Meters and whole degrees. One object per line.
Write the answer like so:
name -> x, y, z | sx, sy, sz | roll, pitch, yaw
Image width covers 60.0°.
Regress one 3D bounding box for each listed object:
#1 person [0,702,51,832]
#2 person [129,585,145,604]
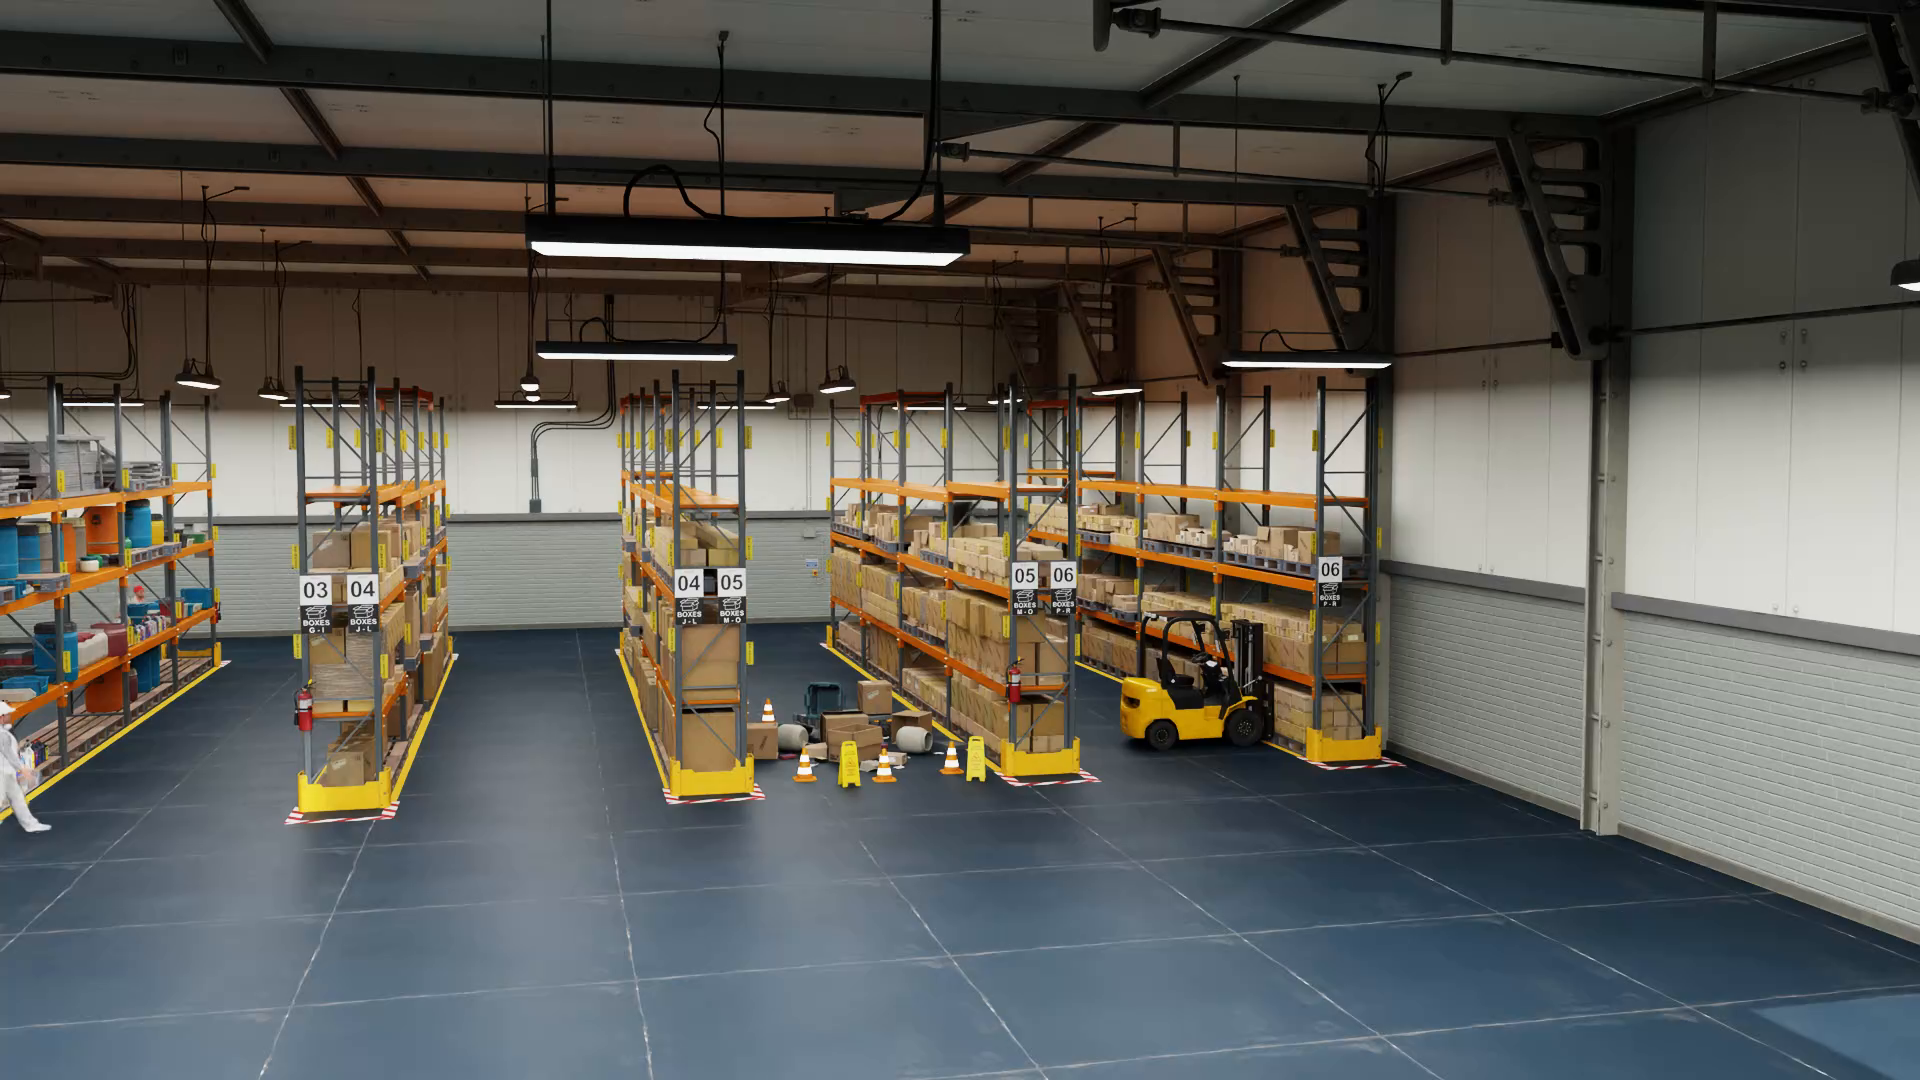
person -> -11.860, 2.871, 20.764 | 0.957, 1.732, 0.571 | -3, 5, -42
person -> -18.631, 1.886, 37.467 | 0.917, 1.736, 0.578 | -2, 4, -34
